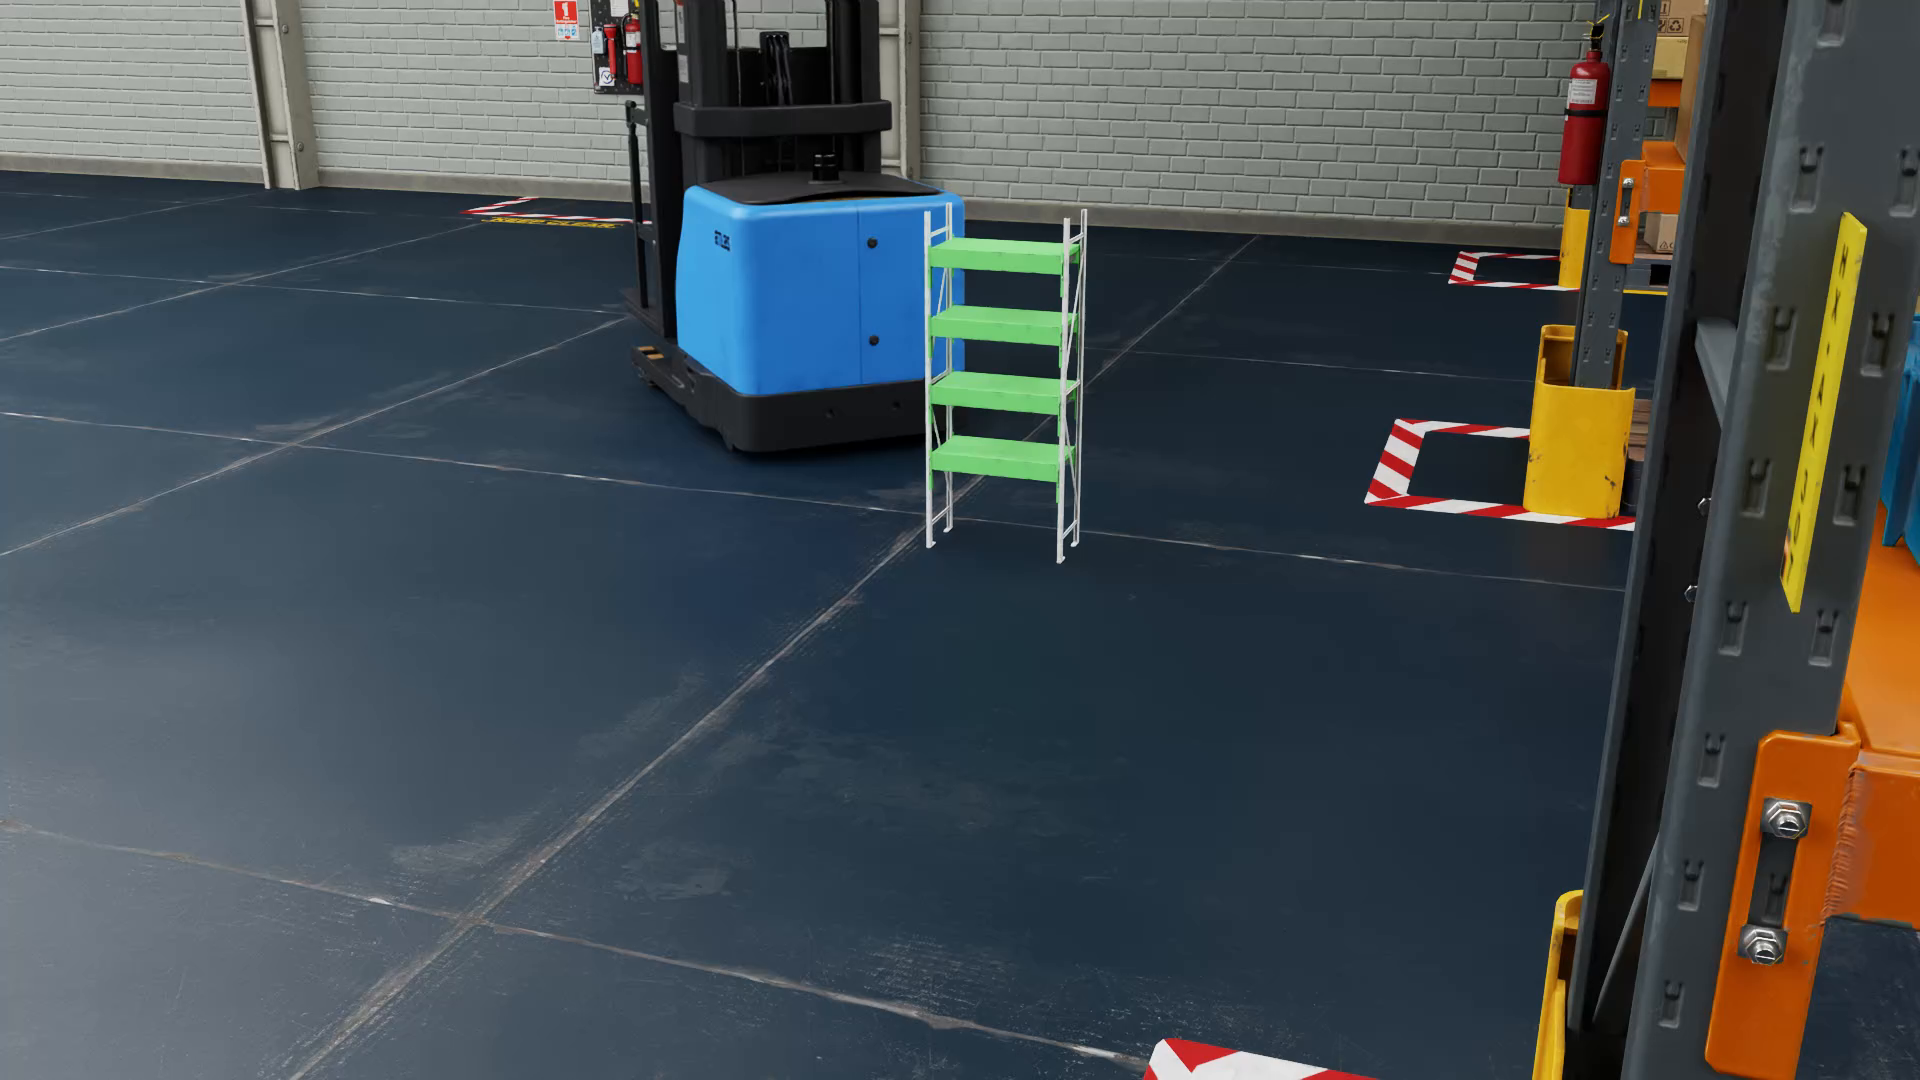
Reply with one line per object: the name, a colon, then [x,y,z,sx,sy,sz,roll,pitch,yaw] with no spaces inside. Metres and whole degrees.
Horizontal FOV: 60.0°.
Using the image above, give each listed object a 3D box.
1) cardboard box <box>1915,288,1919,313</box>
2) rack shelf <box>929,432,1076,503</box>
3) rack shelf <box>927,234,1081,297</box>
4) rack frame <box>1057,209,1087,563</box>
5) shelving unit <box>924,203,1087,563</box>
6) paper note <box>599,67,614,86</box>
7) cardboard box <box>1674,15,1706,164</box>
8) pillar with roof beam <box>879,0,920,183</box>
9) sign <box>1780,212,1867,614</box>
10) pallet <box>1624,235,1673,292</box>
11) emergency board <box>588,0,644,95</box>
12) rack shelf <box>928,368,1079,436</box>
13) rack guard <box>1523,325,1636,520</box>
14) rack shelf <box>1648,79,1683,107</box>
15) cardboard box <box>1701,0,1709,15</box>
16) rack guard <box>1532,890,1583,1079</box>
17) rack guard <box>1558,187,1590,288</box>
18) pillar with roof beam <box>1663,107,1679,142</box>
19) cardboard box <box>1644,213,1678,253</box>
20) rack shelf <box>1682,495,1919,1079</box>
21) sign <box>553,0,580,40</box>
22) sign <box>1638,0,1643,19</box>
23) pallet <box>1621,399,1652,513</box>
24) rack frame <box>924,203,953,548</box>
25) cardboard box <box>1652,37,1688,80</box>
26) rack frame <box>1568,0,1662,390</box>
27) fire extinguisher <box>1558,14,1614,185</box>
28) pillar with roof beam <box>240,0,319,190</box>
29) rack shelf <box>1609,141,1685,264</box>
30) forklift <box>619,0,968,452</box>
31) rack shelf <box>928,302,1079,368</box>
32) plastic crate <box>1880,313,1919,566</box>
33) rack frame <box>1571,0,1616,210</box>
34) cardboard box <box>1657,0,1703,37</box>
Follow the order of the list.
cardboard box: [3.445,-0.759,6.096,0.500,0.500,0.500,7,20,18]
rack shelf: [0.156,-0.262,5.927,0.480,0.148,0.258,7,20,18]
rack shelf: [0.156,-0.942,5.690,0.480,0.148,0.258,7,20,18]
rack frame: [0.387,-0.522,5.752,0.015,1.200,0.240,7,20,18]
shelving unit: [0.156,-0.549,5.827,0.503,1.200,0.258,7,20,18]
paper note: [-3.028,-3.971,14.249,0.142,0.148,0.016,7,20,18]
cardboard box: [2.976,-1.678,6.181,0.500,0.500,0.700,7,20,18]
pillar with roof beam: [-1.974,-5.562,8.360,0.400,9.000,9.100,7,20,18]
sign: [0.725,-0.106,1.402,0.005,0.325,0.100,7,20,18]
pallet: [4.989,-1.802,10.926,1.213,0.211,1.003,7,20,18]
emergency board: [-2.883,-4.346,13.987,0.643,1.169,0.194,7,20,18]
rack shelf: [0.156,-0.488,5.848,0.480,0.148,0.258,7,20,18]
rack guard: [2.516,-0.507,6.773,0.348,0.500,1.175,7,20,18]
rack shelf: [6.050,-2.670,10.272,4.000,0.370,1.077,7,20,18]
cardboard box: [2.962,-2.057,6.282,0.250,0.149,0.380,6,20,17]
rack guard: [0.997,1.028,2.366,0.348,0.500,1.175,7,20,18]
rack guard: [4.233,-2.037,11.161,0.348,0.500,1.175,7,20,18]
pillar with roof beam: [3.693,-4.914,6.501,0.400,9.000,9.100,7,20,18]
cardboard box: [4.785,-2.061,10.849,0.500,0.311,0.500,4,20,12]
rack shelf: [2.799,0.410,1.435,4.000,0.370,1.077,7,20,18]
sign: [-3.372,-4.455,14.245,0.234,0.329,0.001,7,20,18]
sign: [2.351,-1.960,5.705,0.005,0.325,0.100,7,20,18]
pallet: [3.275,-0.299,6.613,1.213,0.211,1.003,7,20,18]
rack frame: [-0.074,-0.575,5.903,0.015,1.200,0.240,7,20,18]
cardboard box: [4.518,-3.013,10.360,0.500,0.250,0.500,6,20,16]
rack frame: [2.539,-1.685,6.354,0.127,3.000,1.000,7,20,18]
fire extinguisher: [2.580,-1.806,6.817,0.183,0.674,0.296,7,20,18]
pillar with roof beam: [-7.642,-6.210,10.219,0.400,9.000,9.100,7,20,18]
rack shelf: [4.428,-1.130,5.852,4.000,0.370,1.077,7,20,18]
forklift: [-1.023,-2.194,7.916,1.130,2.935,3.031,-8,21,-22]
rack shelf: [0.156,-0.715,5.769,0.480,0.148,0.258,7,20,18]
plastic crate: [1.481,-0.114,2.073,0.616,0.251,0.499,7,20,18]
rack frame: [4.161,-3.226,10.773,0.127,3.000,1.000,7,20,18]
cardboard box: [4.513,-3.374,10.255,0.500,0.500,0.500,7,20,18]
